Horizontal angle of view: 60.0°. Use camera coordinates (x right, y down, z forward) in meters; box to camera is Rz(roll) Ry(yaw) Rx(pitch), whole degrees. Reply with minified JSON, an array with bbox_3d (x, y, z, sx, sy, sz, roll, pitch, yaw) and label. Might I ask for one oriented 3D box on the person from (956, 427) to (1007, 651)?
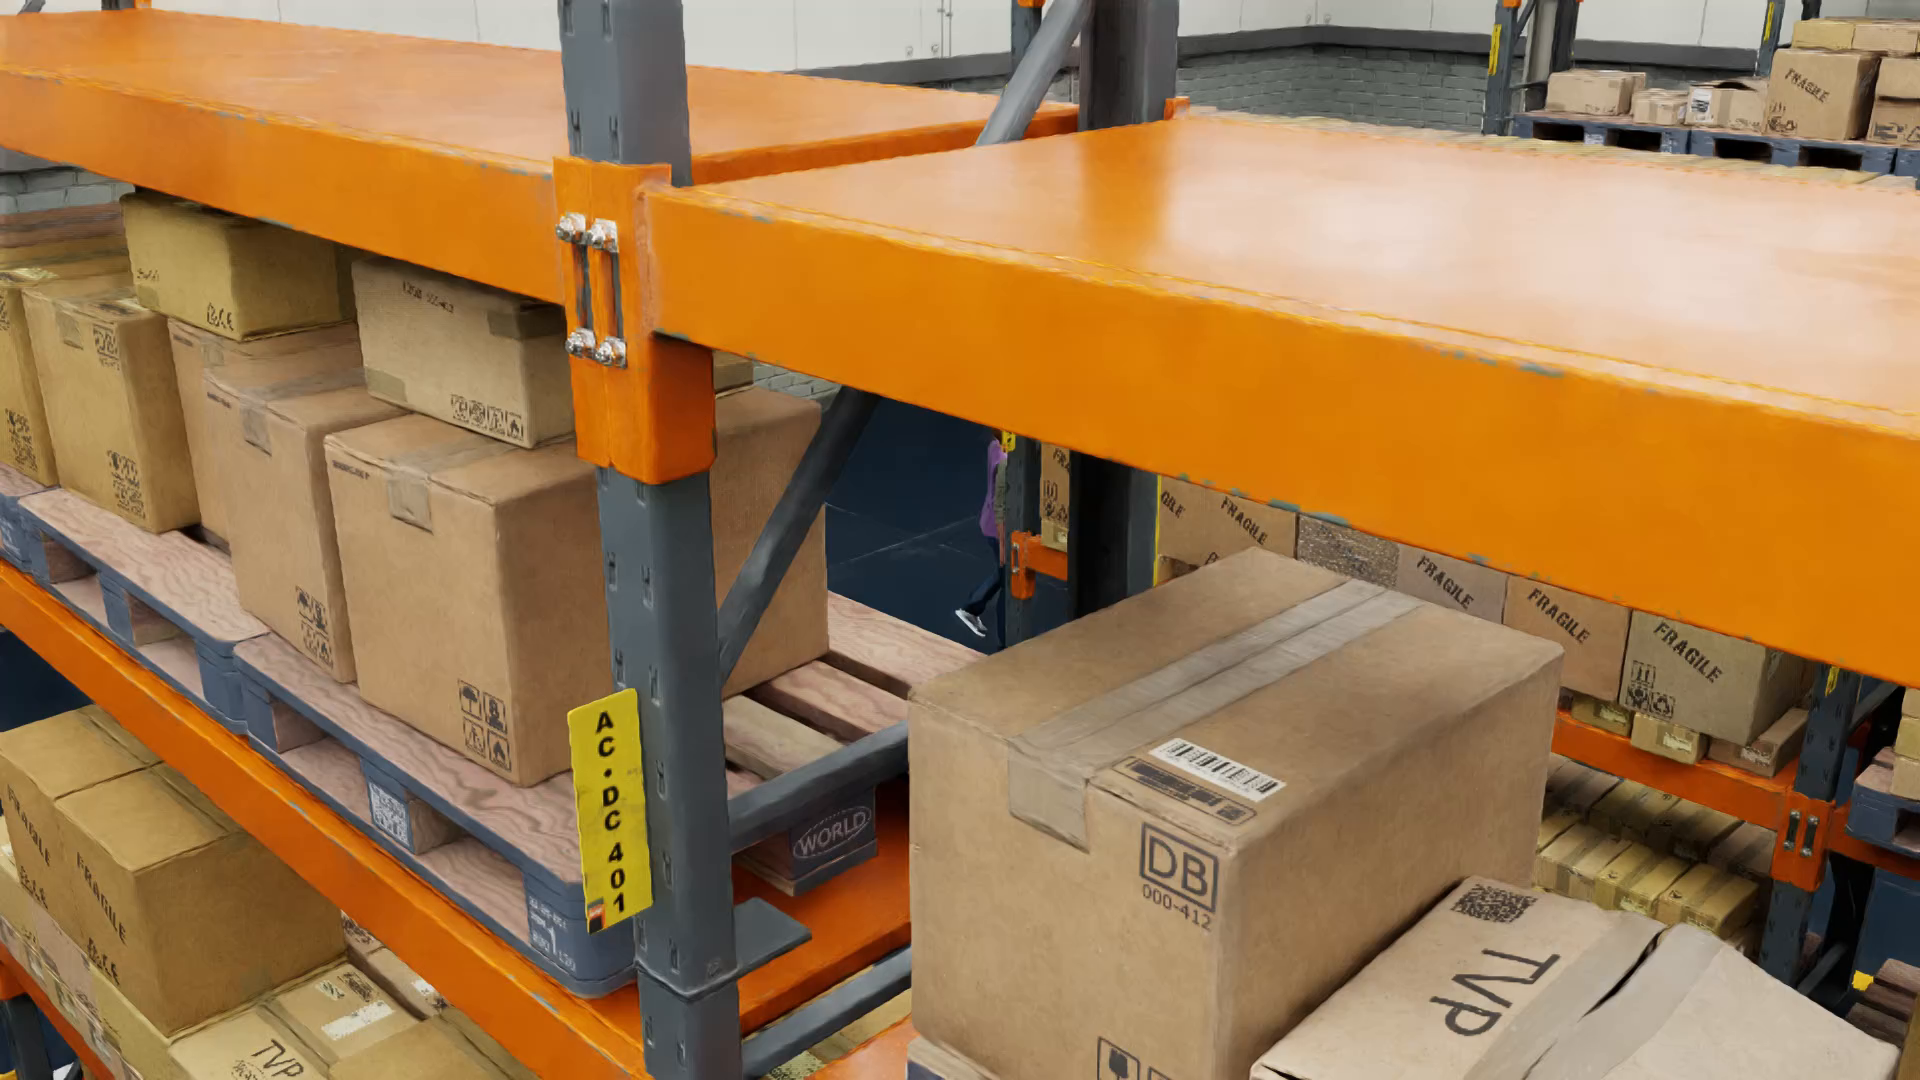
[{"bbox_3d":[0.235,-0.034,10.132,0.498,1.594,0.559,-2,21,-6],"label":"person"}]
